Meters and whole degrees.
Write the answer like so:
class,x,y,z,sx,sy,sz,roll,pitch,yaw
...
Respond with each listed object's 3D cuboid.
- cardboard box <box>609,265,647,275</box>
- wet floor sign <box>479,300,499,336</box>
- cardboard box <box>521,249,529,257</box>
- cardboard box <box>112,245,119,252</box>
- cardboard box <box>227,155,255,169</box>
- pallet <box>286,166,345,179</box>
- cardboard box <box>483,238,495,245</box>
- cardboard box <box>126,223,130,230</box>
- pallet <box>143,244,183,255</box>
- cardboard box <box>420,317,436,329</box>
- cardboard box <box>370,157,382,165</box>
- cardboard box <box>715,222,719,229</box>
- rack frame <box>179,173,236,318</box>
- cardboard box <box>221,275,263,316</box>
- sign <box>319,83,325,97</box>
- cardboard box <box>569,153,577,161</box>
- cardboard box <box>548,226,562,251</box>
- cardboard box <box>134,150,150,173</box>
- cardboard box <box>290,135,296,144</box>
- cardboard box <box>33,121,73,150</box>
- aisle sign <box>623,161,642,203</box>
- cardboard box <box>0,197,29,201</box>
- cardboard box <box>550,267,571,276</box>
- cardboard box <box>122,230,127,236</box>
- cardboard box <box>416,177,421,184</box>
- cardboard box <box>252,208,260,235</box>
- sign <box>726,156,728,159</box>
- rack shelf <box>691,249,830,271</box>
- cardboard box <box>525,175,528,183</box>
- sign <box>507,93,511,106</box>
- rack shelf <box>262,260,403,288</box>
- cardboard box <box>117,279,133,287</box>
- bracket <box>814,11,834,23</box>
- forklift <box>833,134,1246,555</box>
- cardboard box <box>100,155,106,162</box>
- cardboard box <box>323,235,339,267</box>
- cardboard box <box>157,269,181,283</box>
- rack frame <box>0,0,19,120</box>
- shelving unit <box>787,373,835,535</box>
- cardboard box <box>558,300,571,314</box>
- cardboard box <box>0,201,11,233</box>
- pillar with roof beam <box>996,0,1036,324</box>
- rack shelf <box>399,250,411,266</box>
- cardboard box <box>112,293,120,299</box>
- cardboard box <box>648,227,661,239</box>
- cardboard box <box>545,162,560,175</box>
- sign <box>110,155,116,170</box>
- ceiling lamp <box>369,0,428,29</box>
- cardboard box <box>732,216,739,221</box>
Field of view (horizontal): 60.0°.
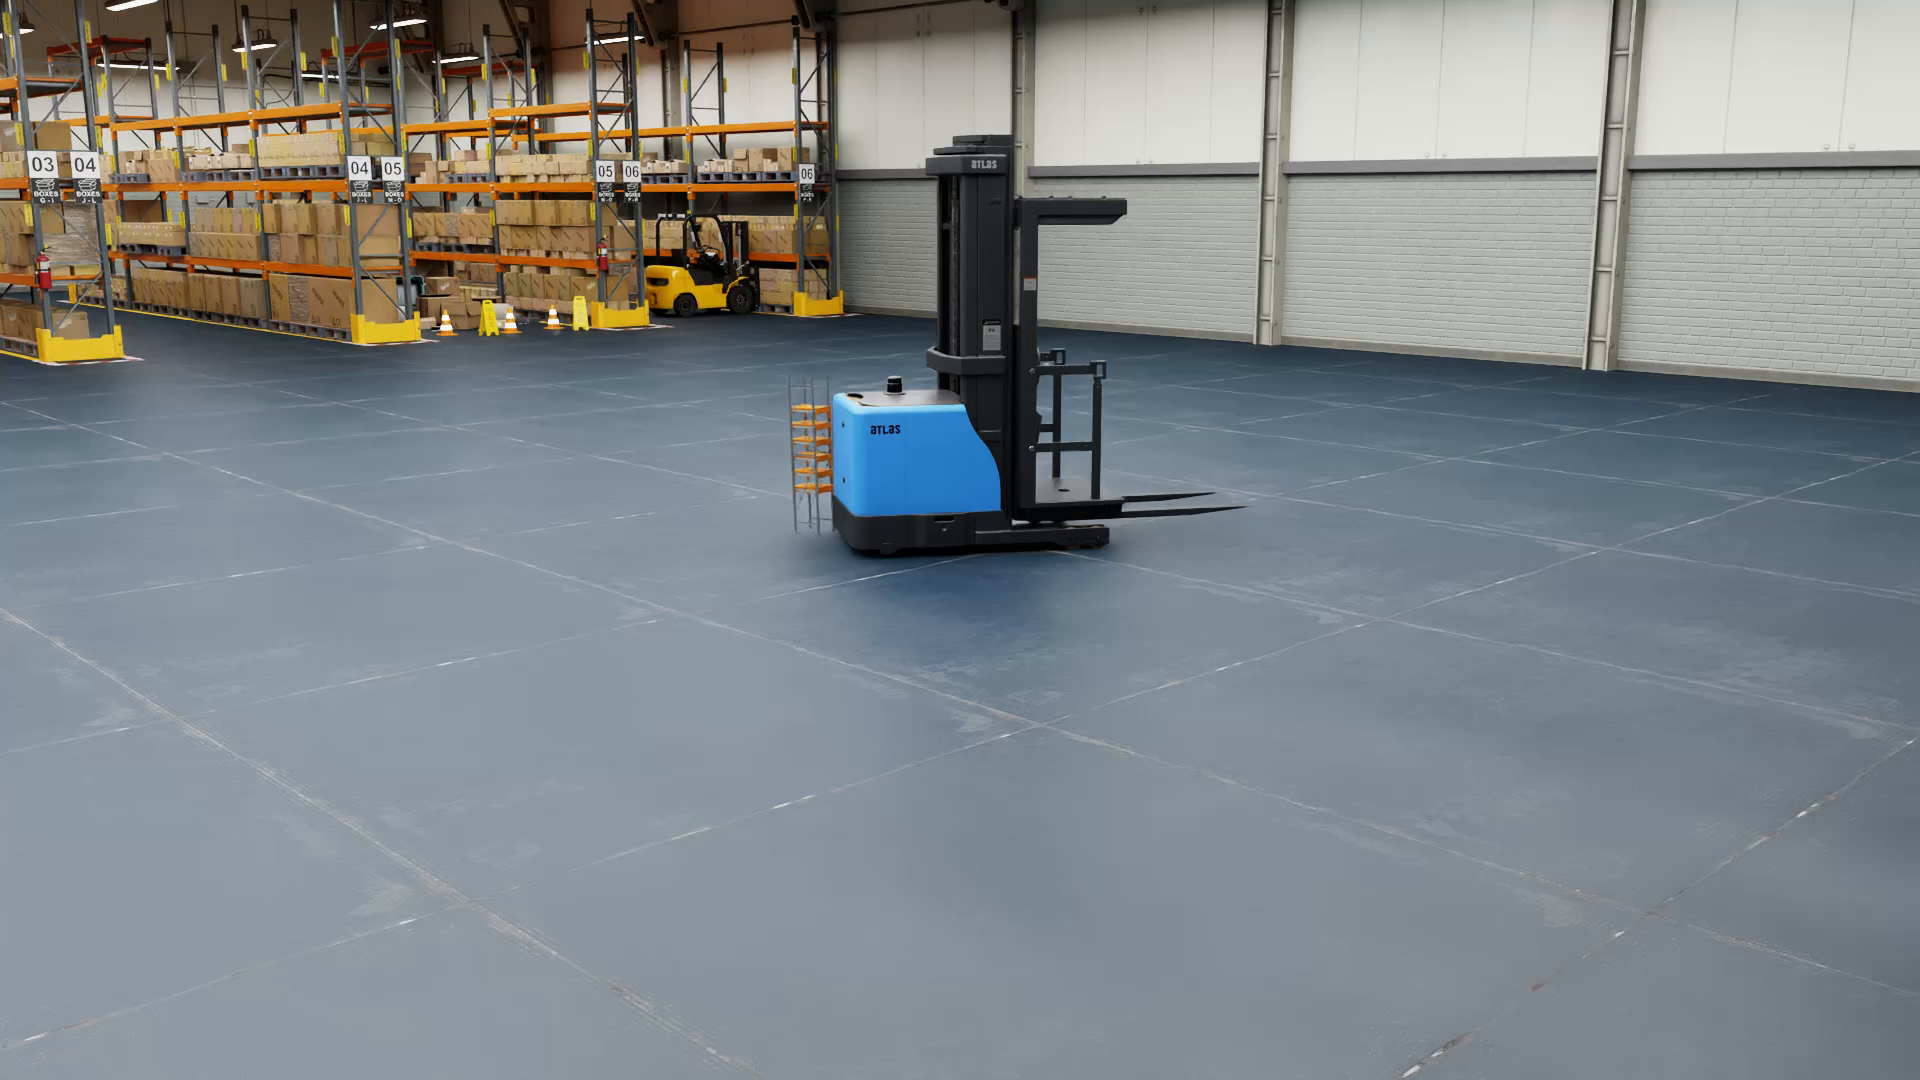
class,x,y,z,sx,sy,sz,roll,pitch,yaw
cardboard box,-8.205,-6.519,41.465,0.875,0.625,0.625,-10,15,-41
wet floor sign,-8.747,-4.124,30.828,0.232,0.644,0.267,8,14,35
cardboard box,-8.903,-5.975,34.600,0.380,0.149,0.250,-10,15,-41
cardboard box,-19.110,-6.665,37.951,0.250,0.149,0.380,11,16,44
cardboard box,-13.973,-7.389,32.492,0.500,0.250,0.500,-11,16,-43
pallet,-11.566,-6.716,30.361,1.003,0.211,1.213,-11,16,-43
cardboard box,-10.006,-6.413,35.686,0.380,0.149,0.250,-11,16,-42
cardboard box,-18.175,-6.931,36.729,0.380,0.149,0.250,-11,16,-42
pallet,-17.121,-6.362,36.333,1.003,0.211,1.213,-11,16,-43
cardboard box,-10.443,-4.256,32.410,0.396,0.266,0.258,-8,14,-33
cardboard box,-10.204,-6.701,29.402,0.380,0.149,0.250,-11,16,-42
cardboard box,-5.337,-7.151,37.833,0.380,0.149,0.250,-10,16,-41
rack frame,-15.724,-6.173,34.939,1.000,3.000,0.127,-11,16,-43
cardboard box,-14.119,-4.912,33.355,1.050,0.750,0.750,-11,16,-43
sign,-15.394,-10.861,40.119,0.100,0.325,0.005,-11,16,-43
cardboard box,-7.476,-7.532,32.751,0.380,0.149,0.250,-11,16,-43
cardboard box,-7.949,-6.092,33.564,0.500,0.500,0.500,-11,16,-43
cardboard box,-17.515,-8.238,36.234,0.797,0.503,0.637,-11,16,-43
cardboard box,-11.905,-7.258,30.130,0.380,0.149,0.250,-11,16,-43
cardboard box,-14.686,-6.492,26.830,0.500,0.500,0.500,-11,16,-43
aisle sign,-6.422,-7.017,32.595,0.394,0.787,0.004,-11,16,-43
cardboard box,-17.066,-5.548,29.377,1.000,1.000,1.000,-11,16,-42
cardboard box,-8.085,-5.454,33.760,0.380,0.149,0.250,-10,15,-40
cardboard box,-18.367,-6.826,36.953,0.380,0.149,0.250,-11,16,-44
cardboard box,-12.119,-8.154,37.743,0.380,0.149,0.250,-11,16,-43
cardboard box,-13.309,-6.199,32.342,0.700,0.500,0.500,-11,16,-44
sign,-5.464,-8.824,38.899,0.100,0.325,0.005,-11,16,-43
rack shelf,-4.483,-6.342,37.541,1.077,0.370,4.000,-11,16,-43
cardboard box,-8.701,-7.411,34.136,0.250,0.149,0.380,11,16,43
sign,-11.794,-11.515,43.491,0.100,0.325,0.005,-11,16,-43
rack shelf,-11.580,-4.945,30.761,1.077,0.370,4.000,-11,16,-43
cardboard box,-19.125,-5.905,38.188,0.380,0.149,0.250,-11,16,-42
bracket,-2.901,-11.220,35.652,0.235,0.232,0.430,-11,16,-43
forklift,0.611,-1.465,12.259,3.031,2.935,1.130,-3,12,-13
cardboard box,-19.289,-8.667,37.756,0.380,0.149,0.250,-11,16,-43
cardboard box,-10.884,-5.204,29.864,0.875,0.550,0.550,-11,16,-43
cardboard box,-17.082,-5.733,36.101,0.500,0.250,0.500,-10,16,-41
rack frame,-16.619,-7.851,28.217,1.000,3.000,0.127,-11,16,-43
shelving unit,-1.124,-0.650,12.570,0.258,1.200,0.189,6,14,32
cardboard box,-7.794,-4.726,33.690,0.500,0.250,0.500,-11,16,-42
cardboard box,-15.108,-5.205,26.777,0.500,0.500,0.500,-11,16,-43
pillar with roof beam,-1.901,-8.092,29.387,9.100,9.000,0.548,-11,16,-43
rack shelf,-13.595,-6.817,39.848,1.077,0.370,4.000,-11,16,-43
cardboard box,-19.352,-5.655,38.449,0.250,0.149,0.380,11,16,43
cardboard box,-7.097,-7.343,39.750,0.500,0.250,0.500,-10,16,-41
cardboard box,-7.945,-7.437,33.276,0.500,0.250,0.500,-10,16,-41
sign,-18.873,-8.402,37.045,0.100,0.325,0.005,-11,16,-43
ceiling lamp,-10.938,-11.767,32.758,0.800,3.185,2.000,-11,16,-43
cardboard box,-4.911,-7.233,37.494,0.380,0.149,0.250,-11,16,-43
